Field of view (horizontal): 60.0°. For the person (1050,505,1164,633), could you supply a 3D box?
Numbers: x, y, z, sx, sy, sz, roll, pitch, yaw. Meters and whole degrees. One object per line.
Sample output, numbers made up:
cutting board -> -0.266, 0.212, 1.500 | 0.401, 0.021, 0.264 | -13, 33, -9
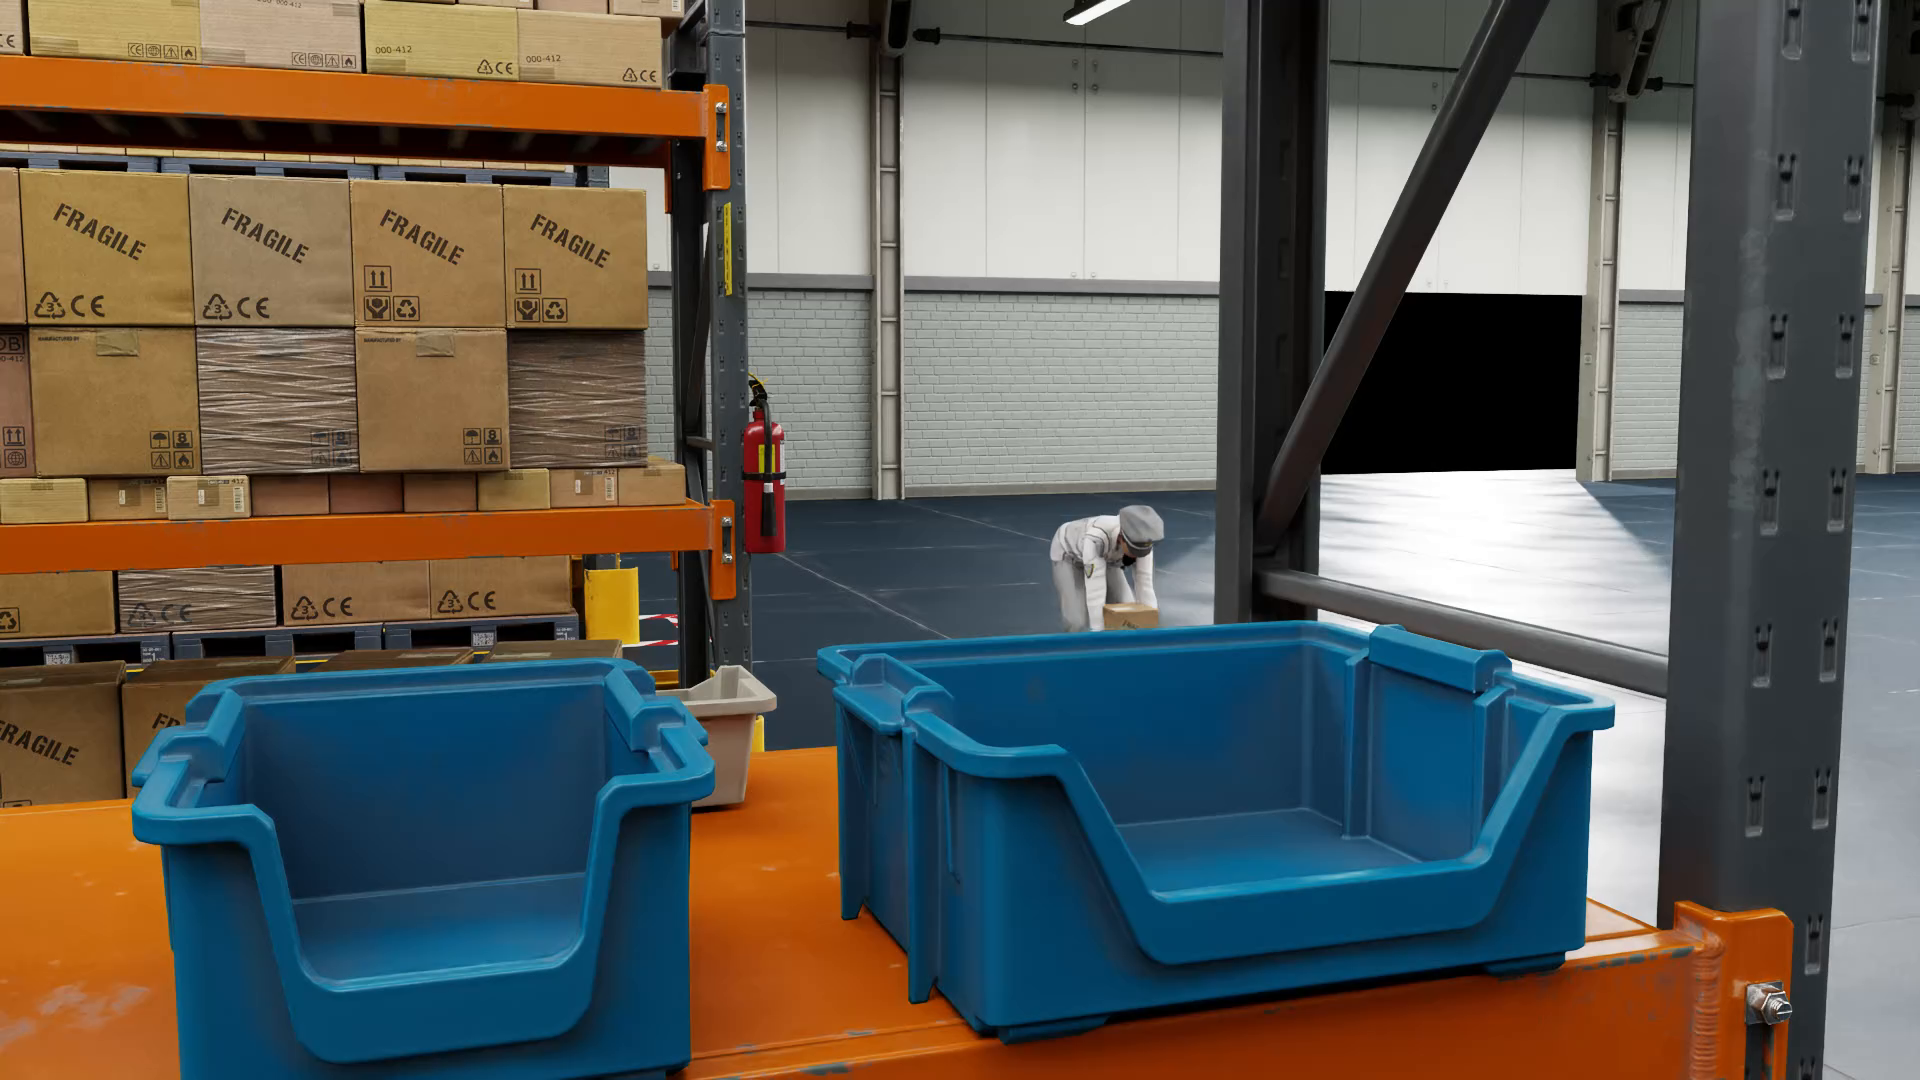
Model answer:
person -> 0.803, 0.339, 9.011 | 0.449, 1.106, 0.919 | -2, 6, -21
